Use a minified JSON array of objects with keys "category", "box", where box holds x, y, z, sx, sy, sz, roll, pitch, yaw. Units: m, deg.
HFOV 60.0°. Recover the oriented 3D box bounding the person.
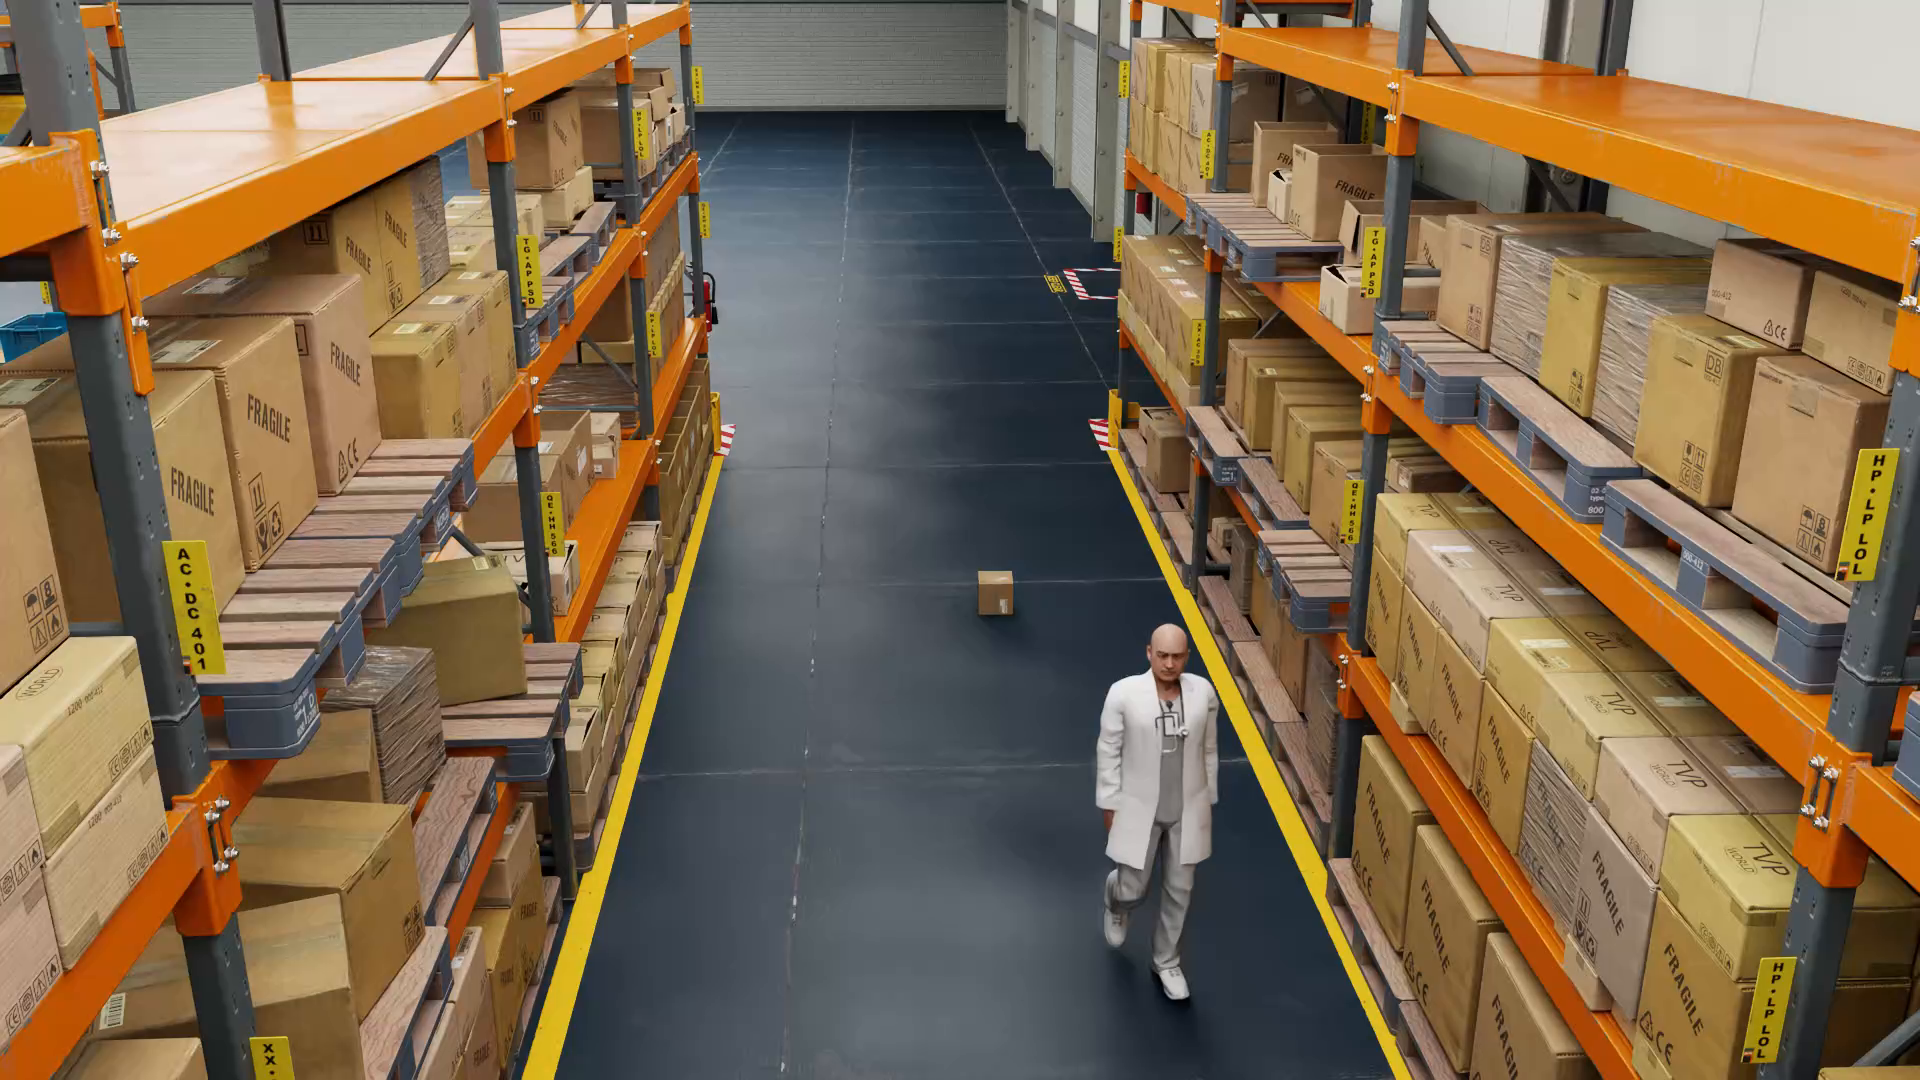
[{"category":"person","box":[0.912,1.217,7.709,0.576,1.764,0.680,-3,20,-8]}]
